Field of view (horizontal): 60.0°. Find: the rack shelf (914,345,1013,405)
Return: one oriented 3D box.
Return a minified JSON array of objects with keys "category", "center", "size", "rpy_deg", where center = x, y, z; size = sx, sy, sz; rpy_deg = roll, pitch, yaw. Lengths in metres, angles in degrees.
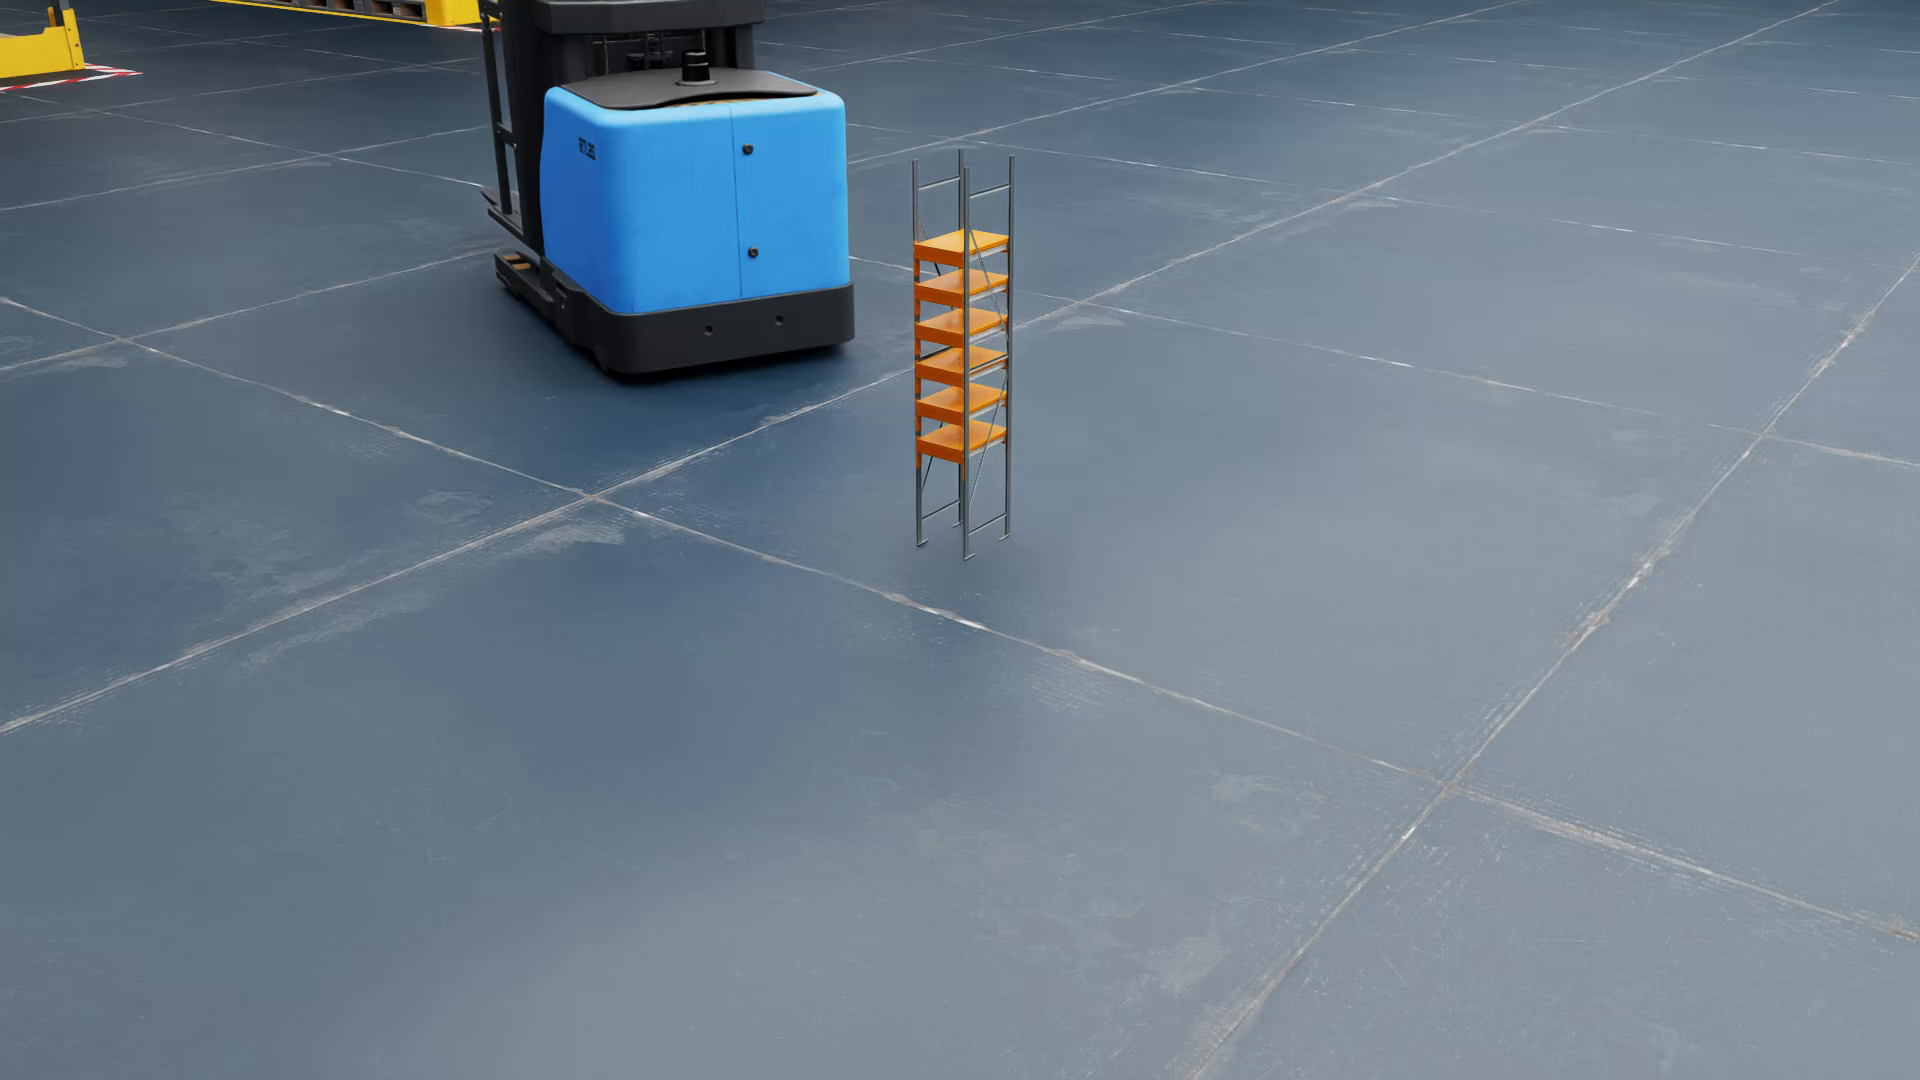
[{"category":"rack shelf","center":[0.012,-0.505,5.018],"size":[0.180,0.103,0.258],"rpy_deg":[17,29,33]}]

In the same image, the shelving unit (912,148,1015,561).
[{"category":"shelving unit","center":[0.012,-0.546,5.000],"size":[0.189,1.200,0.258],"rpy_deg":[17,29,33]}]

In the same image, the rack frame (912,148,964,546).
[{"category":"rack frame","center":[-0.062,-0.568,5.050],"size":[0.006,1.200,0.240],"rpy_deg":[17,29,33]}]

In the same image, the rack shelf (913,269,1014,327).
[{"category":"rack shelf","center":[0.012,-0.725,4.921],"size":[0.180,0.103,0.258],"rpy_deg":[17,29,33]}]

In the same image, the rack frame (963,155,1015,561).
[{"category":"rack frame","center":[0.085,-0.523,4.950],"size":[0.006,1.200,0.240],"rpy_deg":[17,29,33]}]

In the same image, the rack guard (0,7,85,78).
[{"category":"rack guard","center":[-8.220,-4.267,14.315],"size":[0.348,0.500,1.175],"rpy_deg":[17,29,33]}]

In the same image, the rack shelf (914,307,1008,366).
[{"category":"rack shelf","center":[0.012,-0.615,4.970],"size":[0.180,0.103,0.258],"rpy_deg":[17,29,33]}]

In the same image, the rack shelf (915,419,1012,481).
[{"category":"rack shelf","center":[0.012,-0.285,5.115],"size":[0.180,0.103,0.258],"rpy_deg":[17,29,33]}]

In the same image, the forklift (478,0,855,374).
[{"category":"forklift","center":[-1.579,-2.554,7.412],"size":[1.130,2.935,3.031],"rpy_deg":[-12,27,-25]}]

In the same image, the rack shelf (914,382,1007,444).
[{"category":"rack shelf","center":[0.012,-0.395,5.066],"size":[0.180,0.103,0.258],"rpy_deg":[17,29,33]}]

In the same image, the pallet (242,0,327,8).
[{"category":"pallet","center":[-7.803,-6.546,19.845],"size":[1.213,0.211,1.003],"rpy_deg":[17,29,33]}]

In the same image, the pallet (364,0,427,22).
[{"category":"pallet","center":[-5.850,-5.956,18.506],"size":[1.213,0.211,1.003],"rpy_deg":[17,29,33]}]

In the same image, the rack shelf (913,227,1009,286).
[{"category":"rack shelf","center":[0.012,-0.834,4.873],"size":[0.180,0.103,0.258],"rpy_deg":[17,29,33]}]

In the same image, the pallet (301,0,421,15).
[{"category":"pallet","center":[-6.822,-6.251,19.176],"size":[1.213,0.211,1.003],"rpy_deg":[17,29,33]}]

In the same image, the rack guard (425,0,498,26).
[{"category":"rack guard","center":[-5.221,-5.880,17.976],"size":[0.348,0.500,1.175],"rpy_deg":[17,29,33]}]

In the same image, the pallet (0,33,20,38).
[{"category":"pallet","center":[-8.867,-4.333,14.823],"size":[1.213,0.211,1.003],"rpy_deg":[17,29,33]}]

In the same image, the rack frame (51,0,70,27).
[{"category":"rack frame","center":[-8.131,-5.408,13.803],"size":[0.127,3.000,1.000],"rpy_deg":[17,29,33]}]
